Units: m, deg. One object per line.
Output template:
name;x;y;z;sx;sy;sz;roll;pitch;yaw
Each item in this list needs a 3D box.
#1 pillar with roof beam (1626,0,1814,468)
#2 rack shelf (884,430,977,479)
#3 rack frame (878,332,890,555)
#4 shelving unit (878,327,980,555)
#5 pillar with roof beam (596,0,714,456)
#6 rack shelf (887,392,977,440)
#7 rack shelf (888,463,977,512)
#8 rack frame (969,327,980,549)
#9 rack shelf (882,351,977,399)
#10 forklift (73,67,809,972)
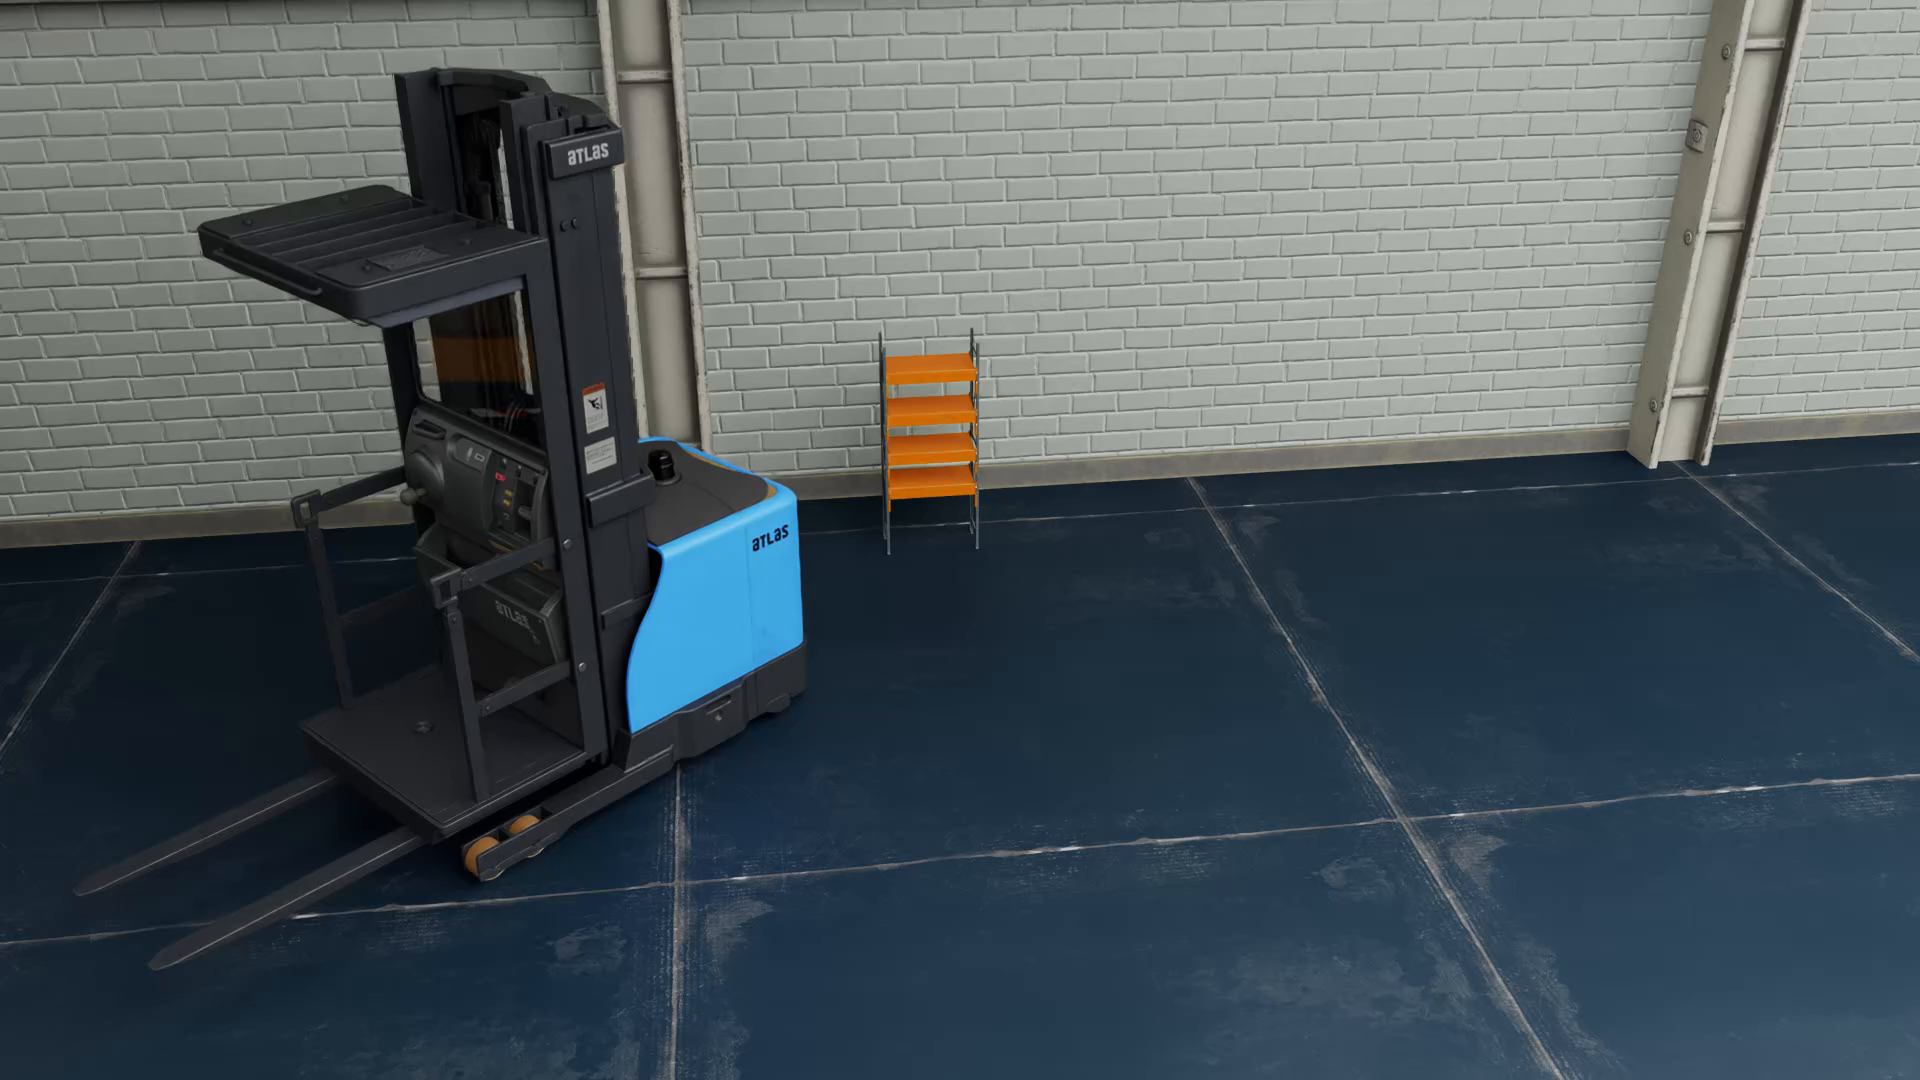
pillar with roof beam;4.955;-2.574;4.410;0.400;9.000;9.100;-4;27;-7
rack shelf;-0.164;-0.463;8.986;0.480;0.148;0.258;-4;27;-7
rack frame;-0.406;-0.508;8.925;0.015;1.200;0.240;-4;27;-7
shelving unit;-0.164;-0.523;8.956;0.503;1.200;0.258;-4;27;-7
pillar with roof beam;-0.987;-2.193;3.666;0.400;9.000;9.100;-4;27;-7
rack shelf;-0.164;-0.662;8.884;0.480;0.148;0.258;-4;27;-7
rack shelf;-0.164;-0.287;9.077;0.480;0.148;0.258;-4;27;-7
rack frame;0.078;-0.539;8.986;0.015;1.200;0.240;-4;27;-7
rack shelf;-0.164;-0.873;8.776;0.480;0.148;0.258;-4;27;-7
forklift;-2.062;-0.214;6.456;1.130;2.935;3.031;22;35;36
